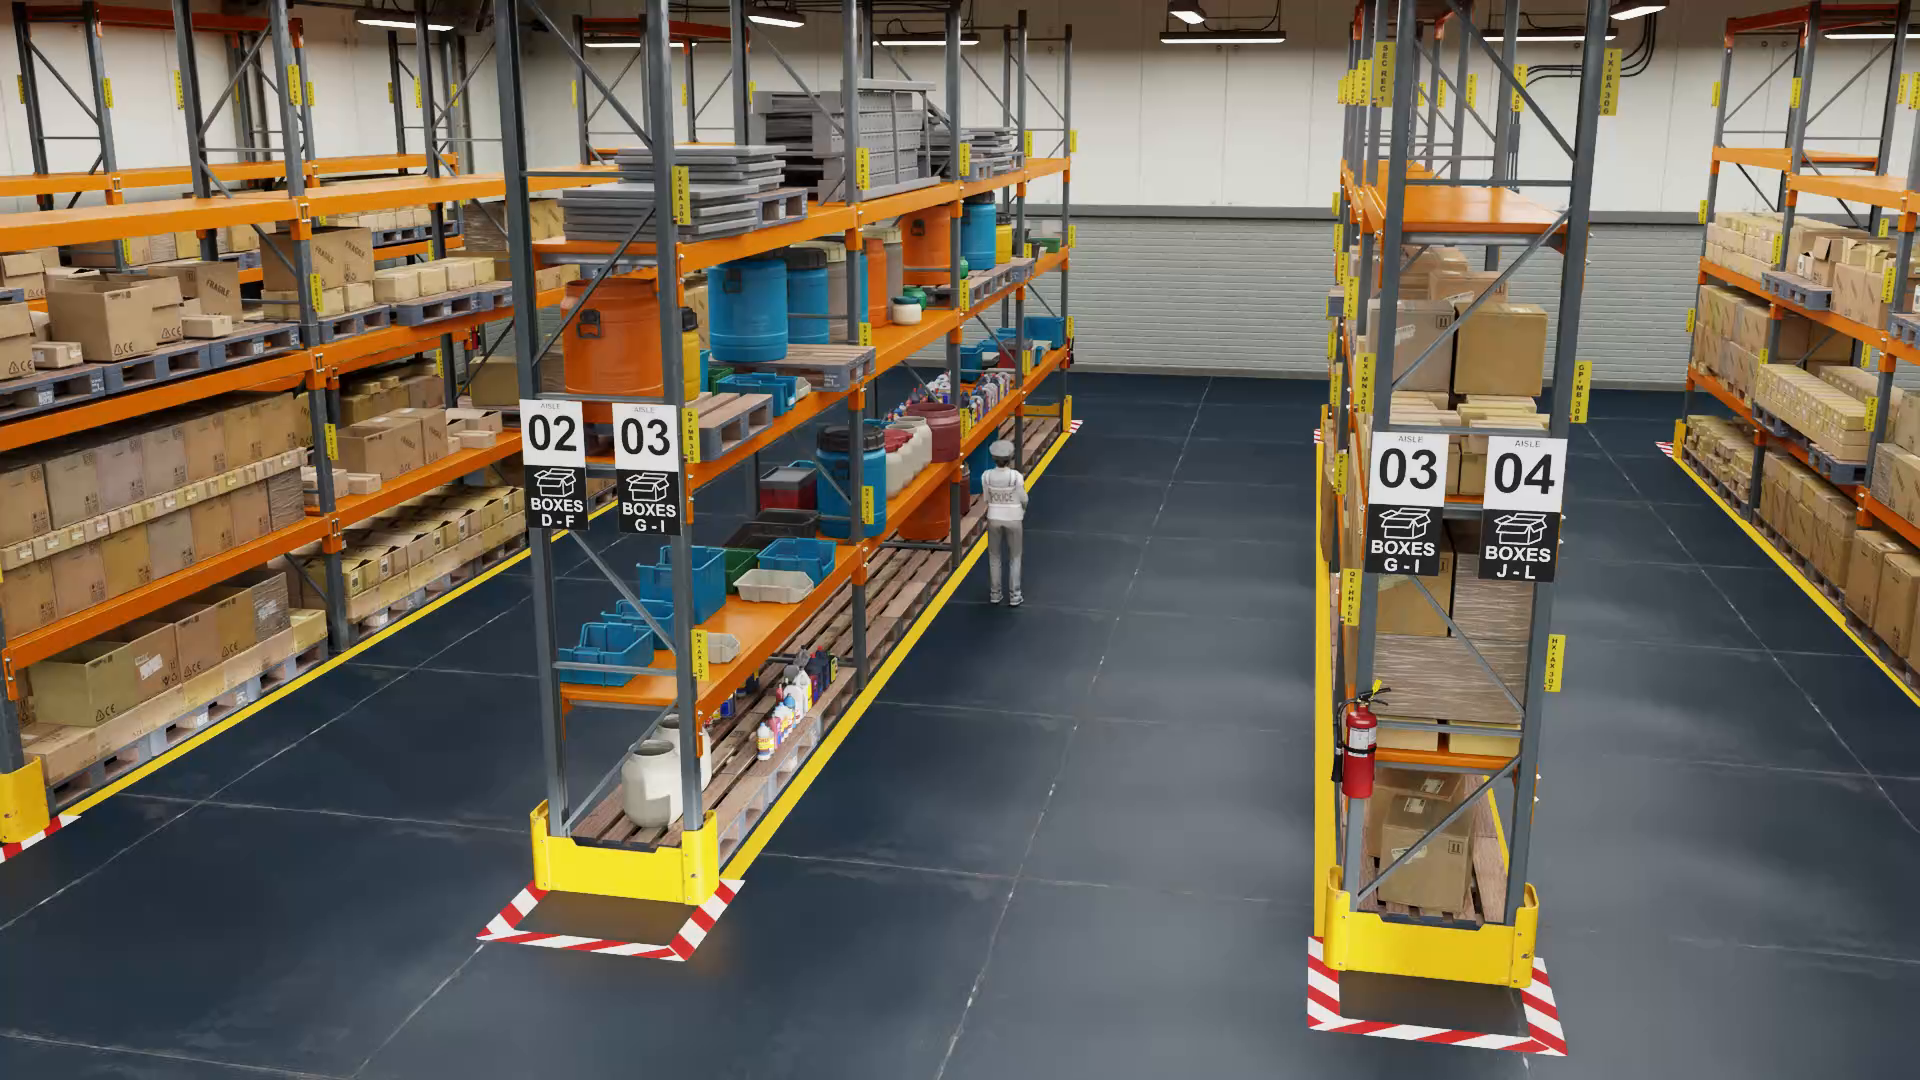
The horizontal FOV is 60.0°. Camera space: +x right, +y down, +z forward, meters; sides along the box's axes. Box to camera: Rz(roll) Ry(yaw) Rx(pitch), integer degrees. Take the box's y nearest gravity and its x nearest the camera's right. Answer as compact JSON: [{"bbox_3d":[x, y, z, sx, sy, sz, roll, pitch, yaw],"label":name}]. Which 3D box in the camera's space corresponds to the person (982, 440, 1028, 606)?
[{"bbox_3d":[0.458,-0.191,16.692,0.459,1.686,0.555,3,15,12],"label":"person"}]
